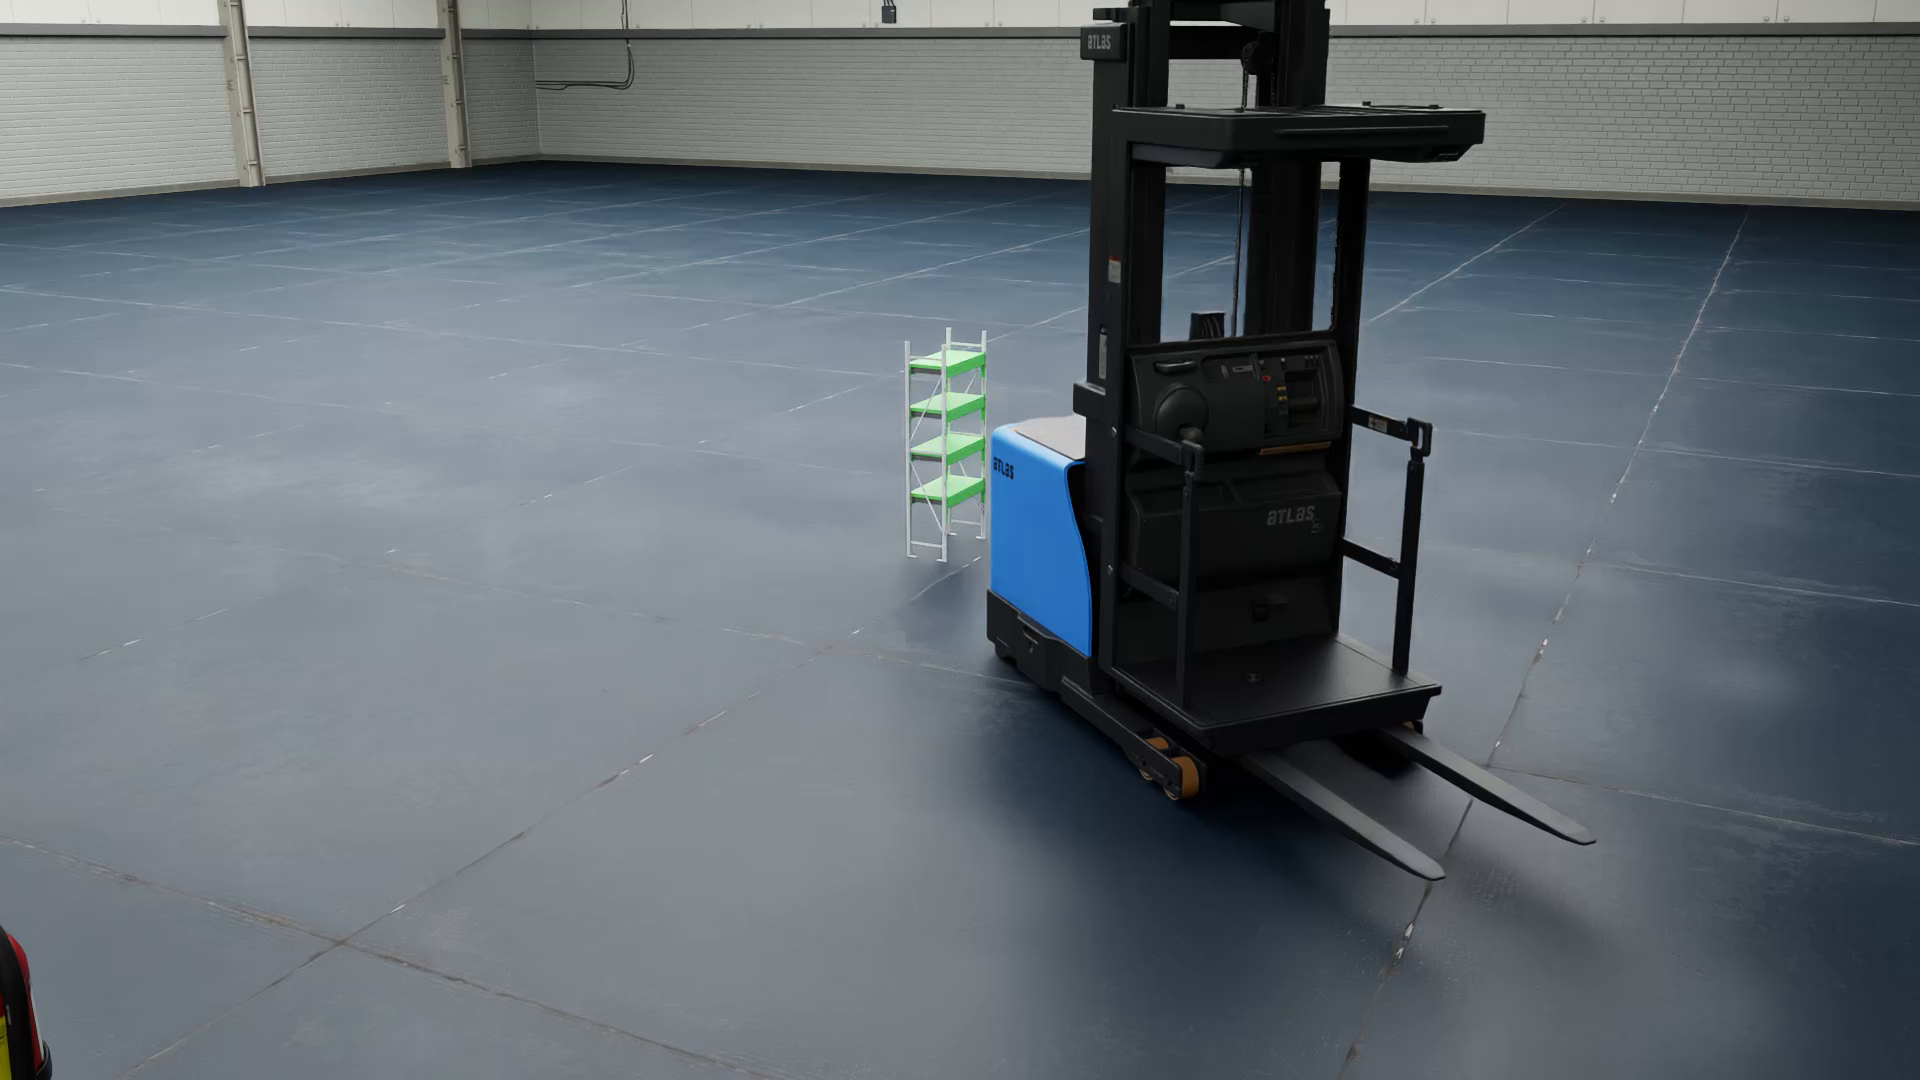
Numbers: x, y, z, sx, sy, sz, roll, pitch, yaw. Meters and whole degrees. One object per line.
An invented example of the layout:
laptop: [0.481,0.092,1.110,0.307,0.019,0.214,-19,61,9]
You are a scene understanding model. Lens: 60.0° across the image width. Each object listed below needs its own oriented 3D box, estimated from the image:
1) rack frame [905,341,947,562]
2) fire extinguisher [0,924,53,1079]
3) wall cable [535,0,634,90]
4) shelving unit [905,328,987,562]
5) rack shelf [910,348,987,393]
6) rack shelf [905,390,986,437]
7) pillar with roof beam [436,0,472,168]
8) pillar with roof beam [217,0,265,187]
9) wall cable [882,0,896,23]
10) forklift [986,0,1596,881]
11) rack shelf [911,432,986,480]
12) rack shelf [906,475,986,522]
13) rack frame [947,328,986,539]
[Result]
rack frame: [-0.183,-0.471,9.002,0.240,1.200,0.015,8,18,25]
fire extinguisher: [-1.294,0.661,2.165,0.296,0.674,0.183,8,18,25]
wall cable: [-9.143,-12.106,39.931,3.097,2.526,0.112,8,18,25]
shelving unit: [-0.074,-0.533,9.212,0.258,1.200,0.503,8,18,25]
rack shelf: [-0.074,-0.932,9.093,0.258,0.148,0.480,8,18,25]
rack shelf: [-0.074,-0.702,9.161,0.258,0.148,0.480,8,18,25]
pillar with roof beam: [-7.791,-12.464,35.685,9.100,9.000,0.400,8,18,25]
pillar with roof beam: [-10.473,-10.936,30.539,9.100,9.000,0.400,8,18,25]
wall cable: [-0.658,-14.013,34.924,2.305,6.003,0.169,8,18,25]
forklift: [1.173,-0.566,6.282,1.130,2.935,3.031,-7,18,-22]
rack shelf: [-0.074,-0.472,9.230,0.258,0.148,0.480,8,18,25]
rack shelf: [-0.074,-0.242,9.298,0.258,0.148,0.480,8,18,25]
rack frame: [0.035,-0.595,9.421,0.240,1.200,0.015,8,18,25]
